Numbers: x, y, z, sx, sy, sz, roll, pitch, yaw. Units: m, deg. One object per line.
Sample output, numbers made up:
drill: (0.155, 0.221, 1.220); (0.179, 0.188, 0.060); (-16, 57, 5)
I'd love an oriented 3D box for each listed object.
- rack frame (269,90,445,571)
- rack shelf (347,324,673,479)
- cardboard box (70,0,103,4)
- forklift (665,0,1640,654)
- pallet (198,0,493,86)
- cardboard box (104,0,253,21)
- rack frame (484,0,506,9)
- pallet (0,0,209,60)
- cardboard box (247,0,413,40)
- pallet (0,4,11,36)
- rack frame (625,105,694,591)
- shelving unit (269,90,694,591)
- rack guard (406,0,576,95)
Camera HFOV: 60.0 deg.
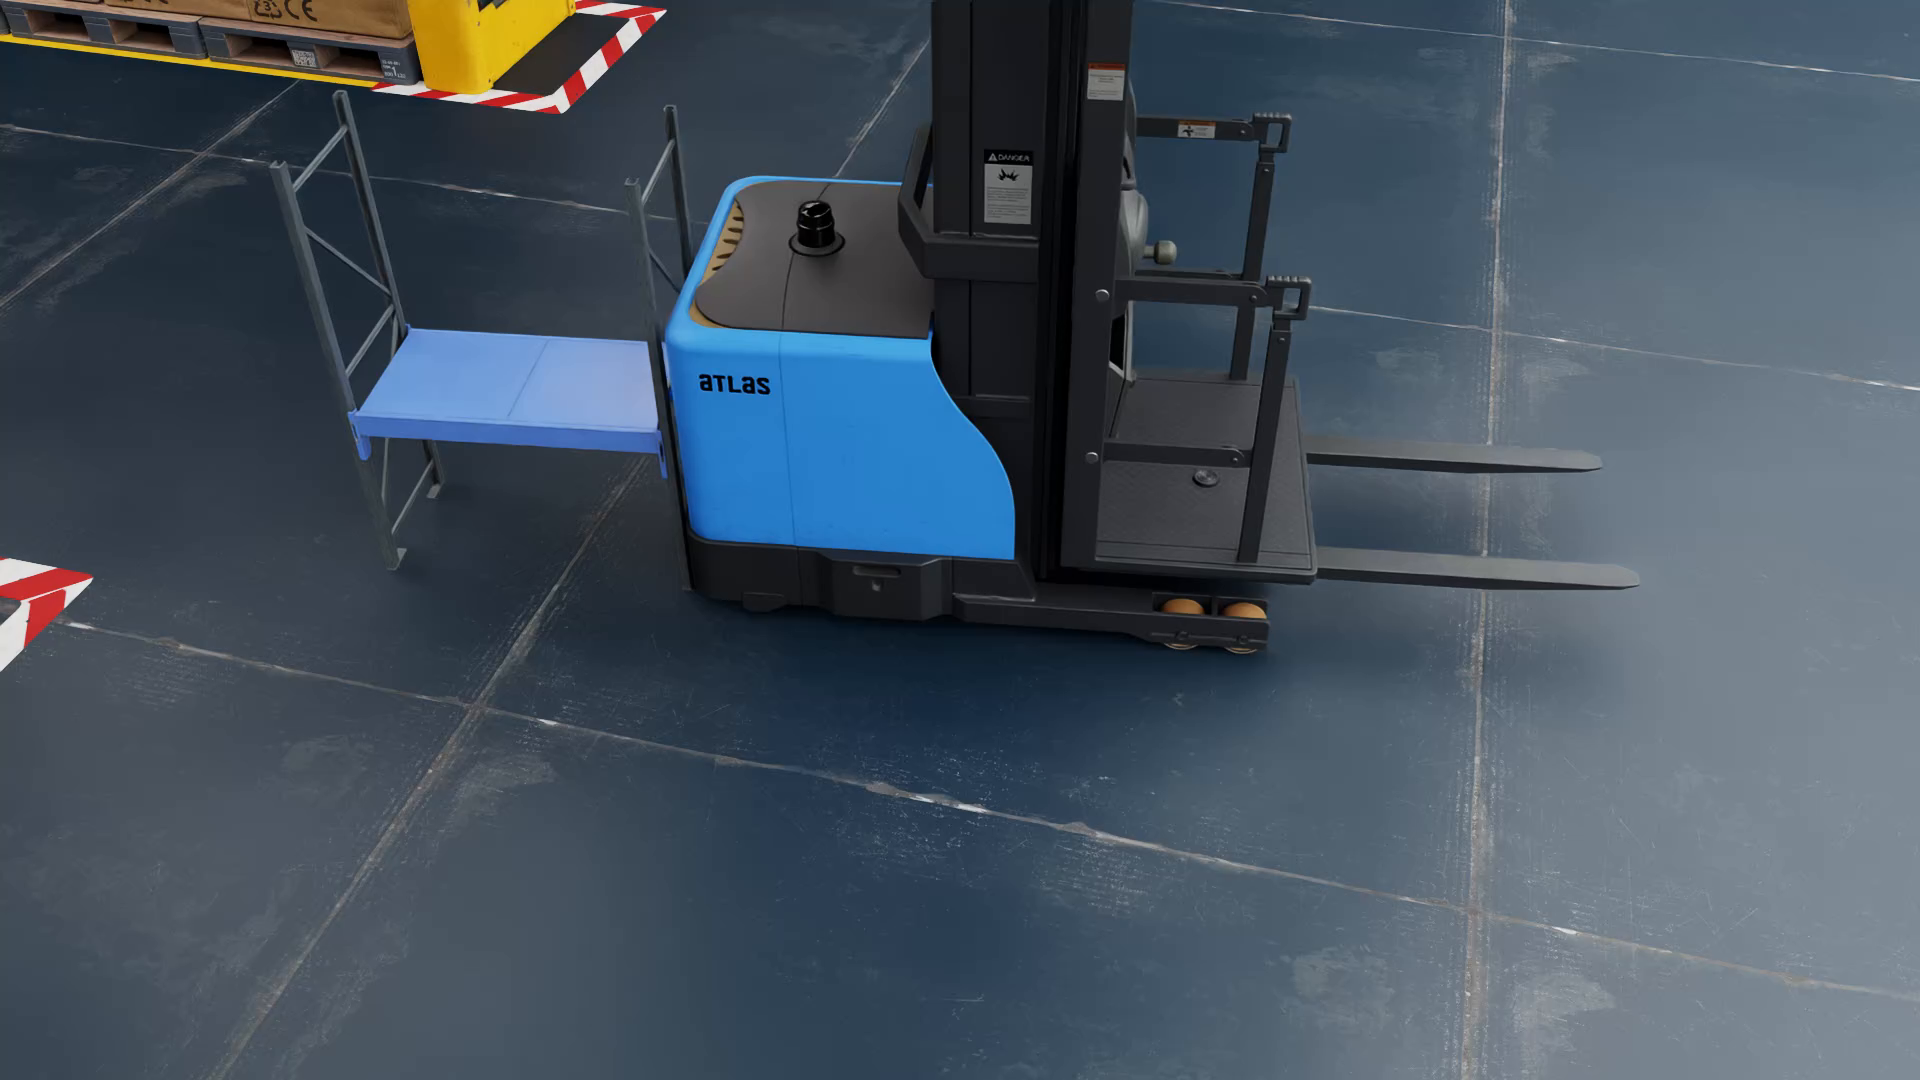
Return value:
rack frame: (-1.898, -0.629, 5.333); (0.032, 1.500, 0.500); (4, 40, 4)
rack shelf: (-1.392, -0.459, 5.411); (1.000, 0.185, 0.538); (4, 40, 4)
cardboard box: (-4.866, -3.511, 8.923); (0.875, 0.875, 0.875); (10, 41, 12)
forklift: (0.670, -1.120, 4.805); (3.031, 2.935, 1.130); (4, 40, 4)
pallet: (-3.256, -2.810, 8.932); (1.213, 0.211, 1.003); (10, 41, 11)
cardboard box: (-3.986, -3.358, 8.741); (0.875, 0.875, 0.875); (9, 41, 11)
rack frame: (-2.463, -3.794, 7.935); (0.127, 3.000, 1.000); (10, 41, 11)
pallet: (-4.431, -3.015, 9.175); (1.213, 0.211, 1.003); (10, 41, 11)
cardboard box: (-3.135, -3.213, 8.569); (0.875, 0.875, 0.875); (10, 41, 12)
pallet: (-5.613, -3.216, 9.415); (1.213, 0.211, 1.003); (10, 41, 11)
rack frame: (-0.886, -0.565, 5.257); (0.032, 1.500, 0.500); (4, 40, 4)
shelving unit: (-1.392, -0.597, 5.295); (1.048, 1.500, 0.538); (4, 40, 4)
rack guard: (-2.440, -2.833, 8.734); (0.348, 0.500, 1.175); (10, 41, 11)
